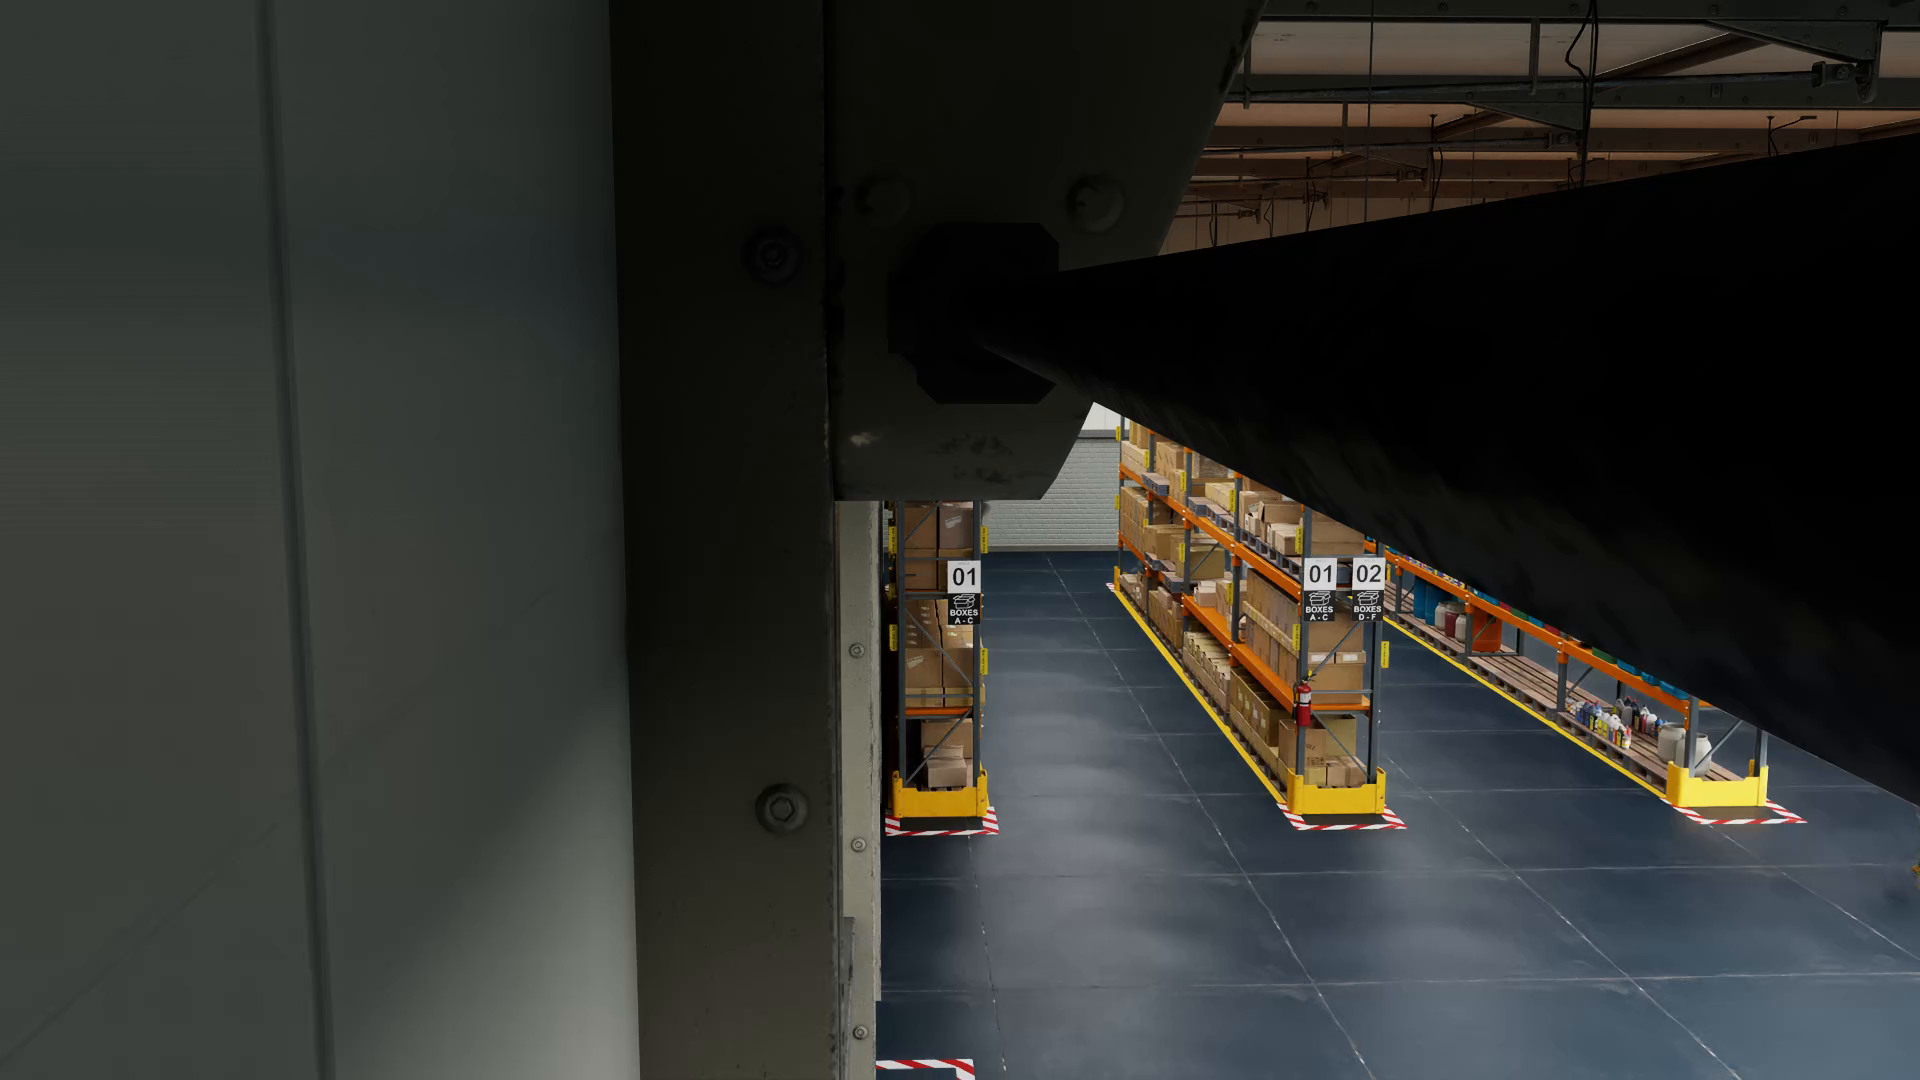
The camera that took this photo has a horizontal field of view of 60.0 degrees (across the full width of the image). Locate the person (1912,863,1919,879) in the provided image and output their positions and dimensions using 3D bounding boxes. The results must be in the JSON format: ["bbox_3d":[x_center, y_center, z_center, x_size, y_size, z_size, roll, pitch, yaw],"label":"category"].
[{"bbox_3d":[10.562,2.970,17.395,0.976,1.772,0.684,4,9,25],"label":"person"}]

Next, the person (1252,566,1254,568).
[{"bbox_3d":[6.085,0.615,33.603,0.633,1.829,0.804,-1,8,-8],"label":"person"}]
